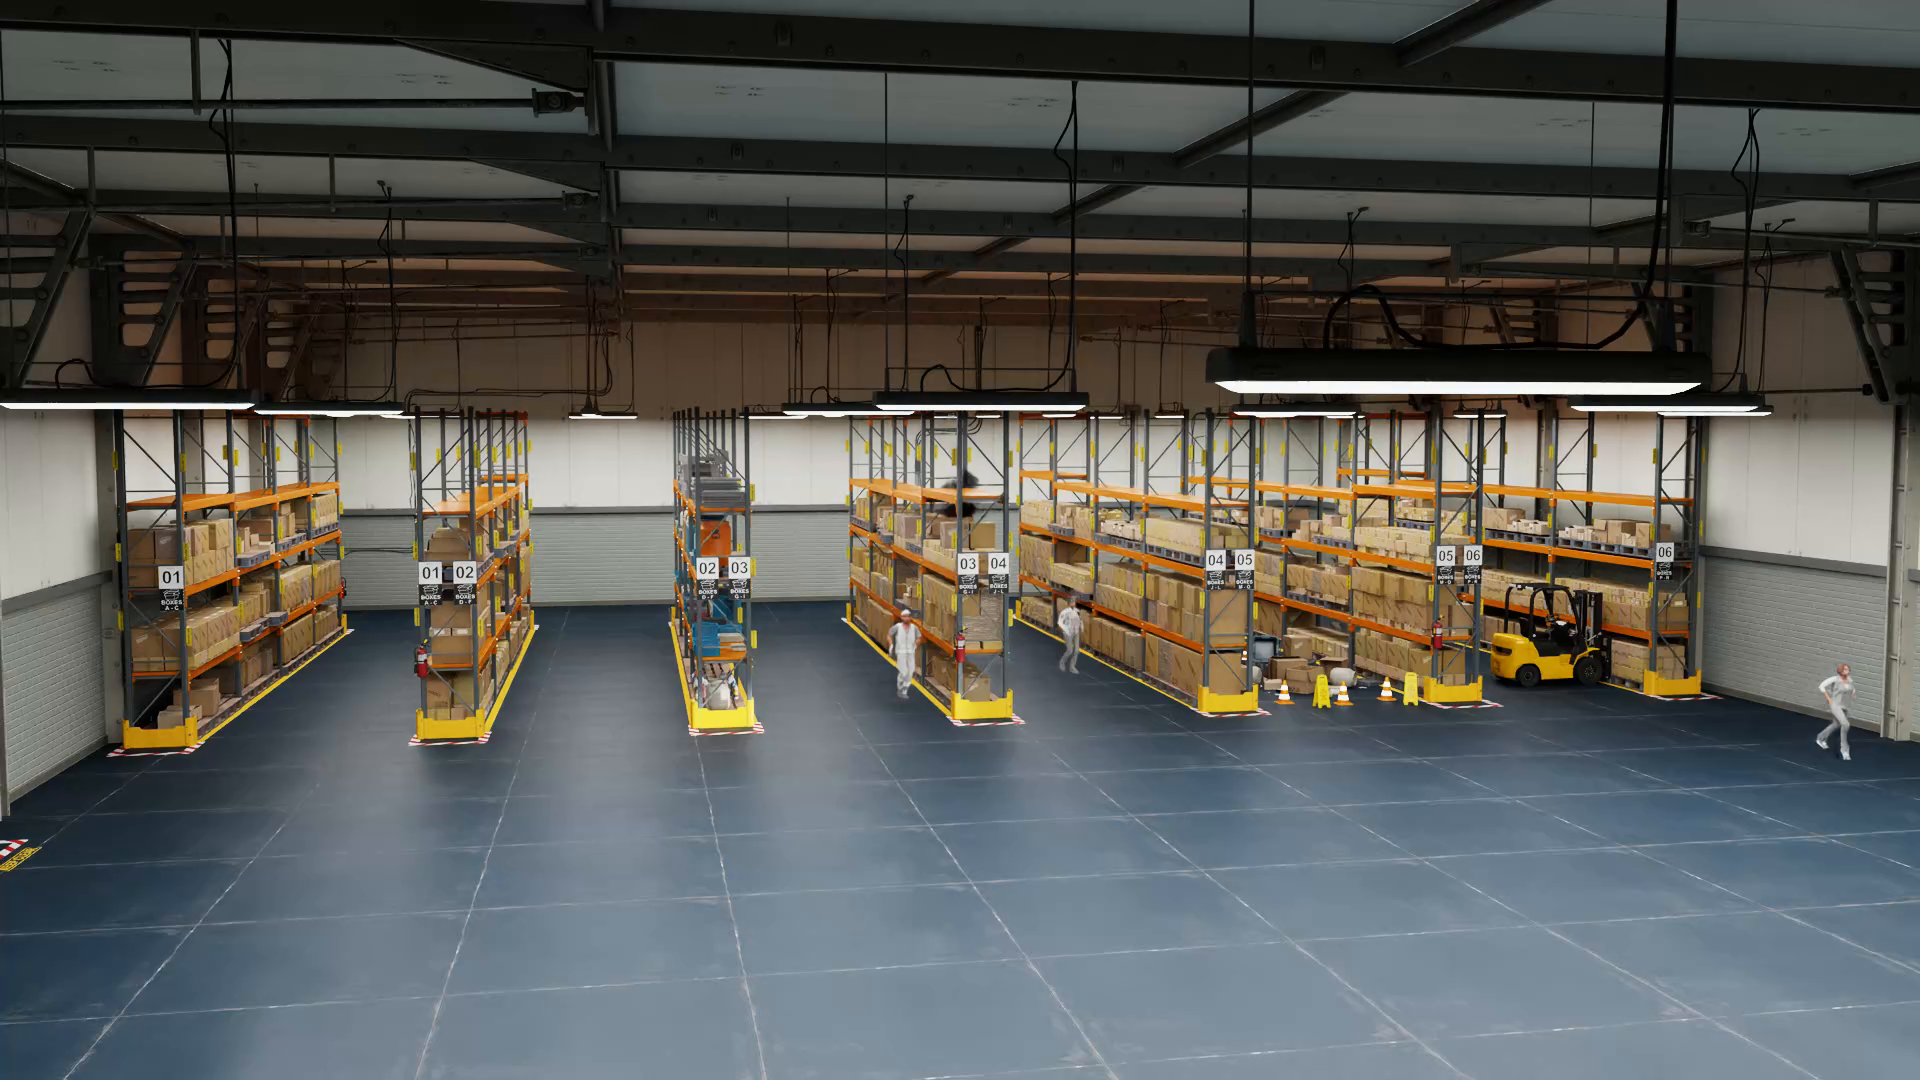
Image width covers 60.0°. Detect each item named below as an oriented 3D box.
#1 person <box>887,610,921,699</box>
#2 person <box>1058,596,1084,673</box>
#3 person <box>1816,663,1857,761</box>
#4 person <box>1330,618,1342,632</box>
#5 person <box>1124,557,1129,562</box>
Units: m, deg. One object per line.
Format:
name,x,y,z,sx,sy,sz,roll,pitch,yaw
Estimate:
person,-1.061,2.246,32.616,0.649,1.758,0.574,-1,4,-16
person,2.420,2.037,36.174,0.643,1.677,0.571,-2,5,-29
person,15.024,2.913,28.492,0.486,1.638,0.805,-1,4,-20
person,9.853,1.847,43.292,0.608,1.644,0.694,-1,4,-12
person,5.078,1.285,50.668,0.608,1.661,0.608,0,4,-1
